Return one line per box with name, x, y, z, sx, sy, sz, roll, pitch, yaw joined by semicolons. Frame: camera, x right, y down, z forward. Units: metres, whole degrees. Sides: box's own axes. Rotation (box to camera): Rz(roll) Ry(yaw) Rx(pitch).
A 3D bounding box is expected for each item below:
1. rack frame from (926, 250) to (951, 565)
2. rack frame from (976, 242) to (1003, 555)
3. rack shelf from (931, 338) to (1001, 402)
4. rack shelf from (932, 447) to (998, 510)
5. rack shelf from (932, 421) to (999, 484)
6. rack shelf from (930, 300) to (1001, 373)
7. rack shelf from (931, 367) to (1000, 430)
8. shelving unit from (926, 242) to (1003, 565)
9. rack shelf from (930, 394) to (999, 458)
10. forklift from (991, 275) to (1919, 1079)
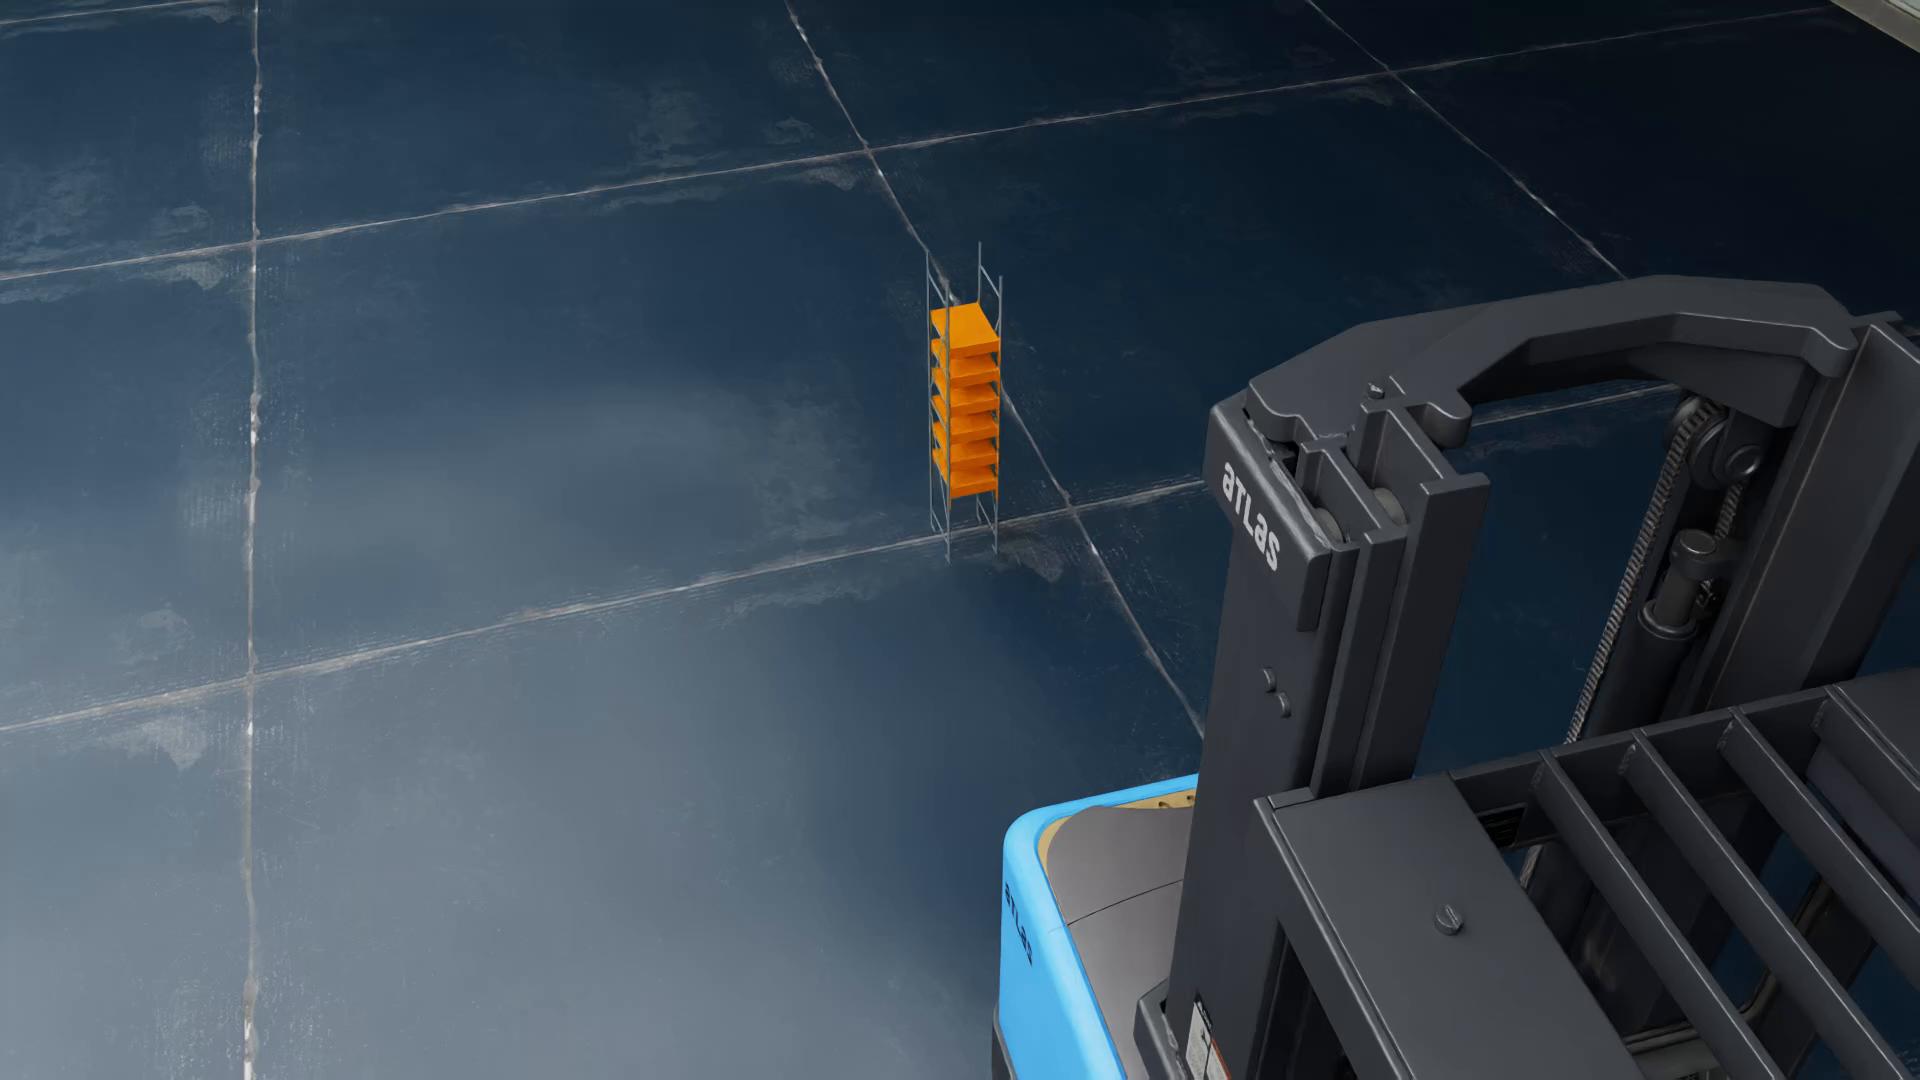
rack frame;-0.073;-0.437;5.838;0.006;1.200;0.240;-12;42;-13
rack frame;0.101;-0.473;5.879;0.006;1.200;0.240;-12;42;-13
rack shelf;0.014;-0.602;5.730;0.180;0.103;0.258;-12;42;-13
rack shelf;0.014;-0.241;6.046;0.180;0.103;0.258;-12;42;-13
rack shelf;0.014;-0.331;5.967;0.180;0.103;0.258;-12;42;-13
rack shelf;0.014;-0.692;5.651;0.180;0.103;0.258;-12;42;-13
rack shelf;0.014;-0.512;5.809;0.180;0.103;0.258;-12;42;-13
shelving unit;0.014;-0.455;5.859;0.189;1.200;0.258;-12;42;-13
rack shelf;0.014;-0.421;5.888;0.180;0.103;0.258;-12;42;-13
forklift;0.972;1.198;2.651;1.130;2.935;3.031;-10;42;-12
